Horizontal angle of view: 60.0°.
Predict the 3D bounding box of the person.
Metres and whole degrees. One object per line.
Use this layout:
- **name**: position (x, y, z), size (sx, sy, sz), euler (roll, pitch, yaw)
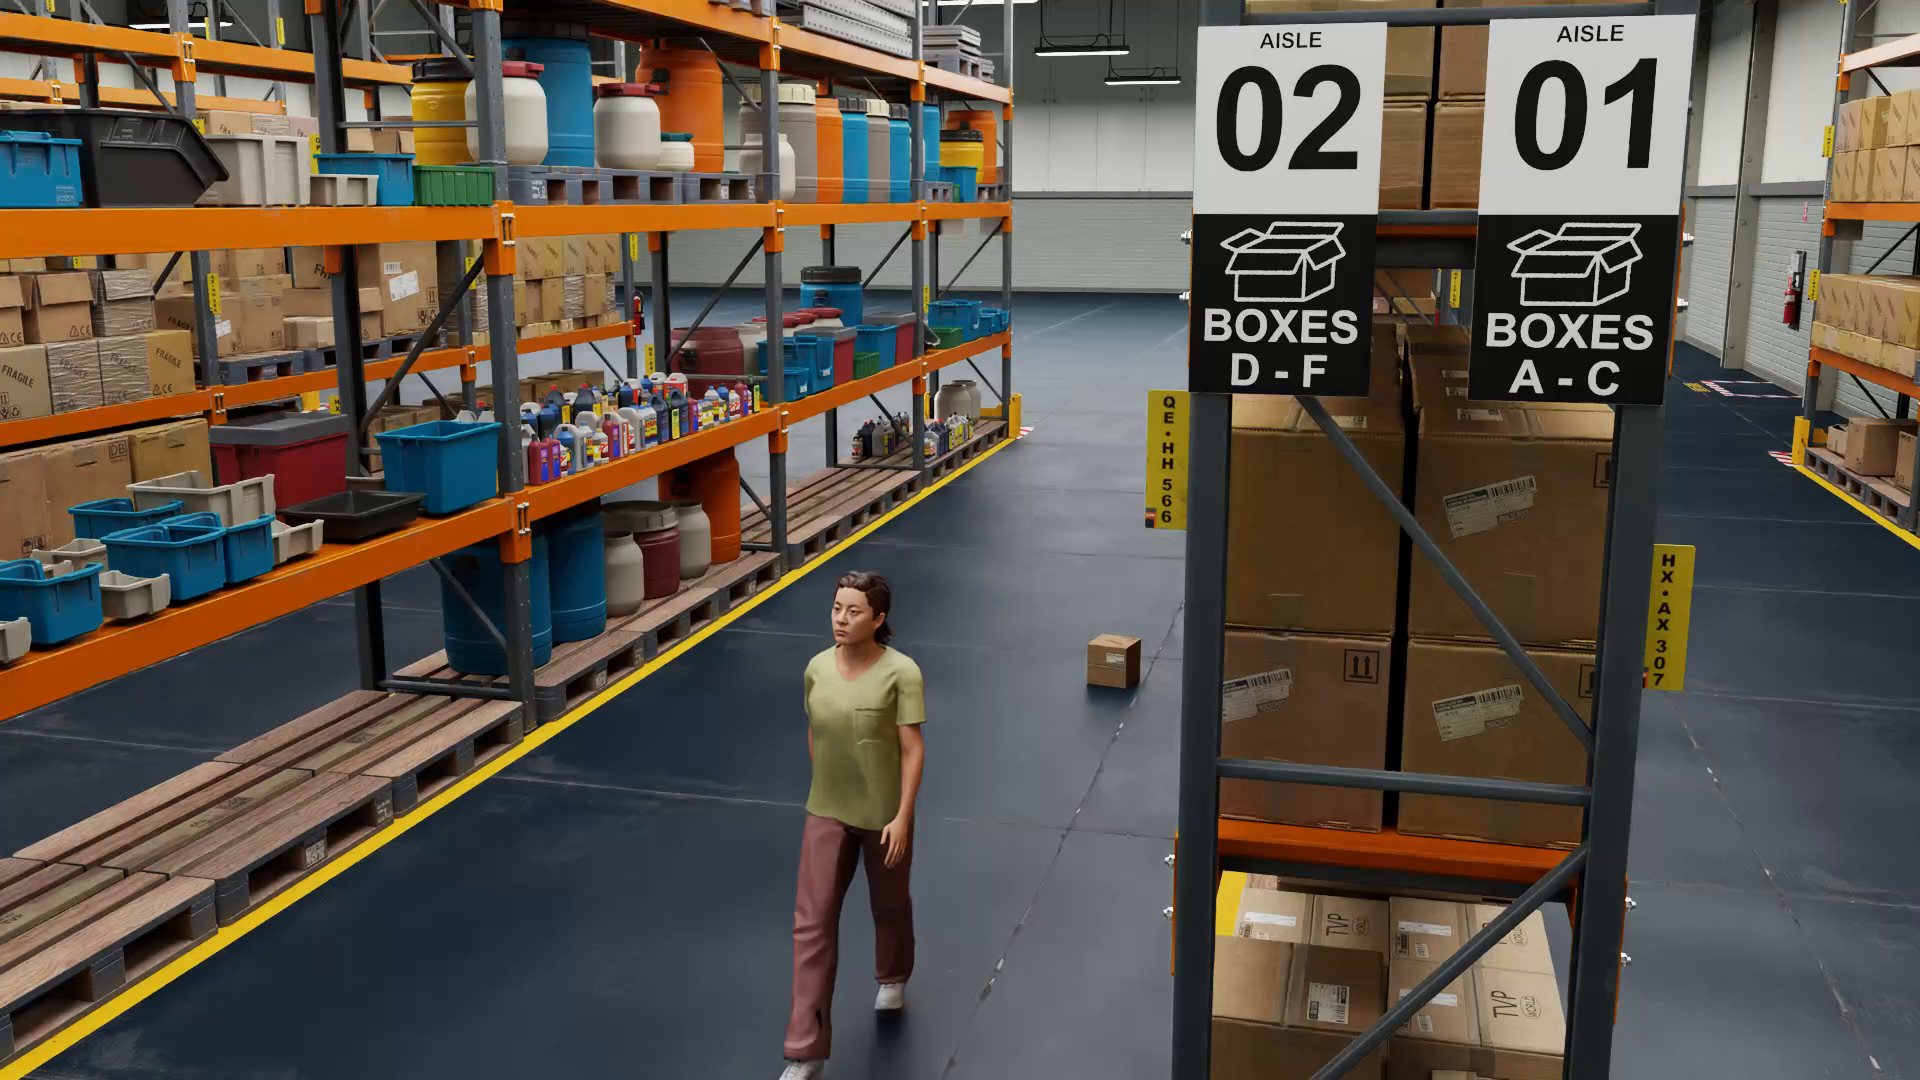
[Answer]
- **person**: position (-0.339, 0.911, 5.444), size (0.445, 1.610, 1.000), euler (2, 12, 11)
